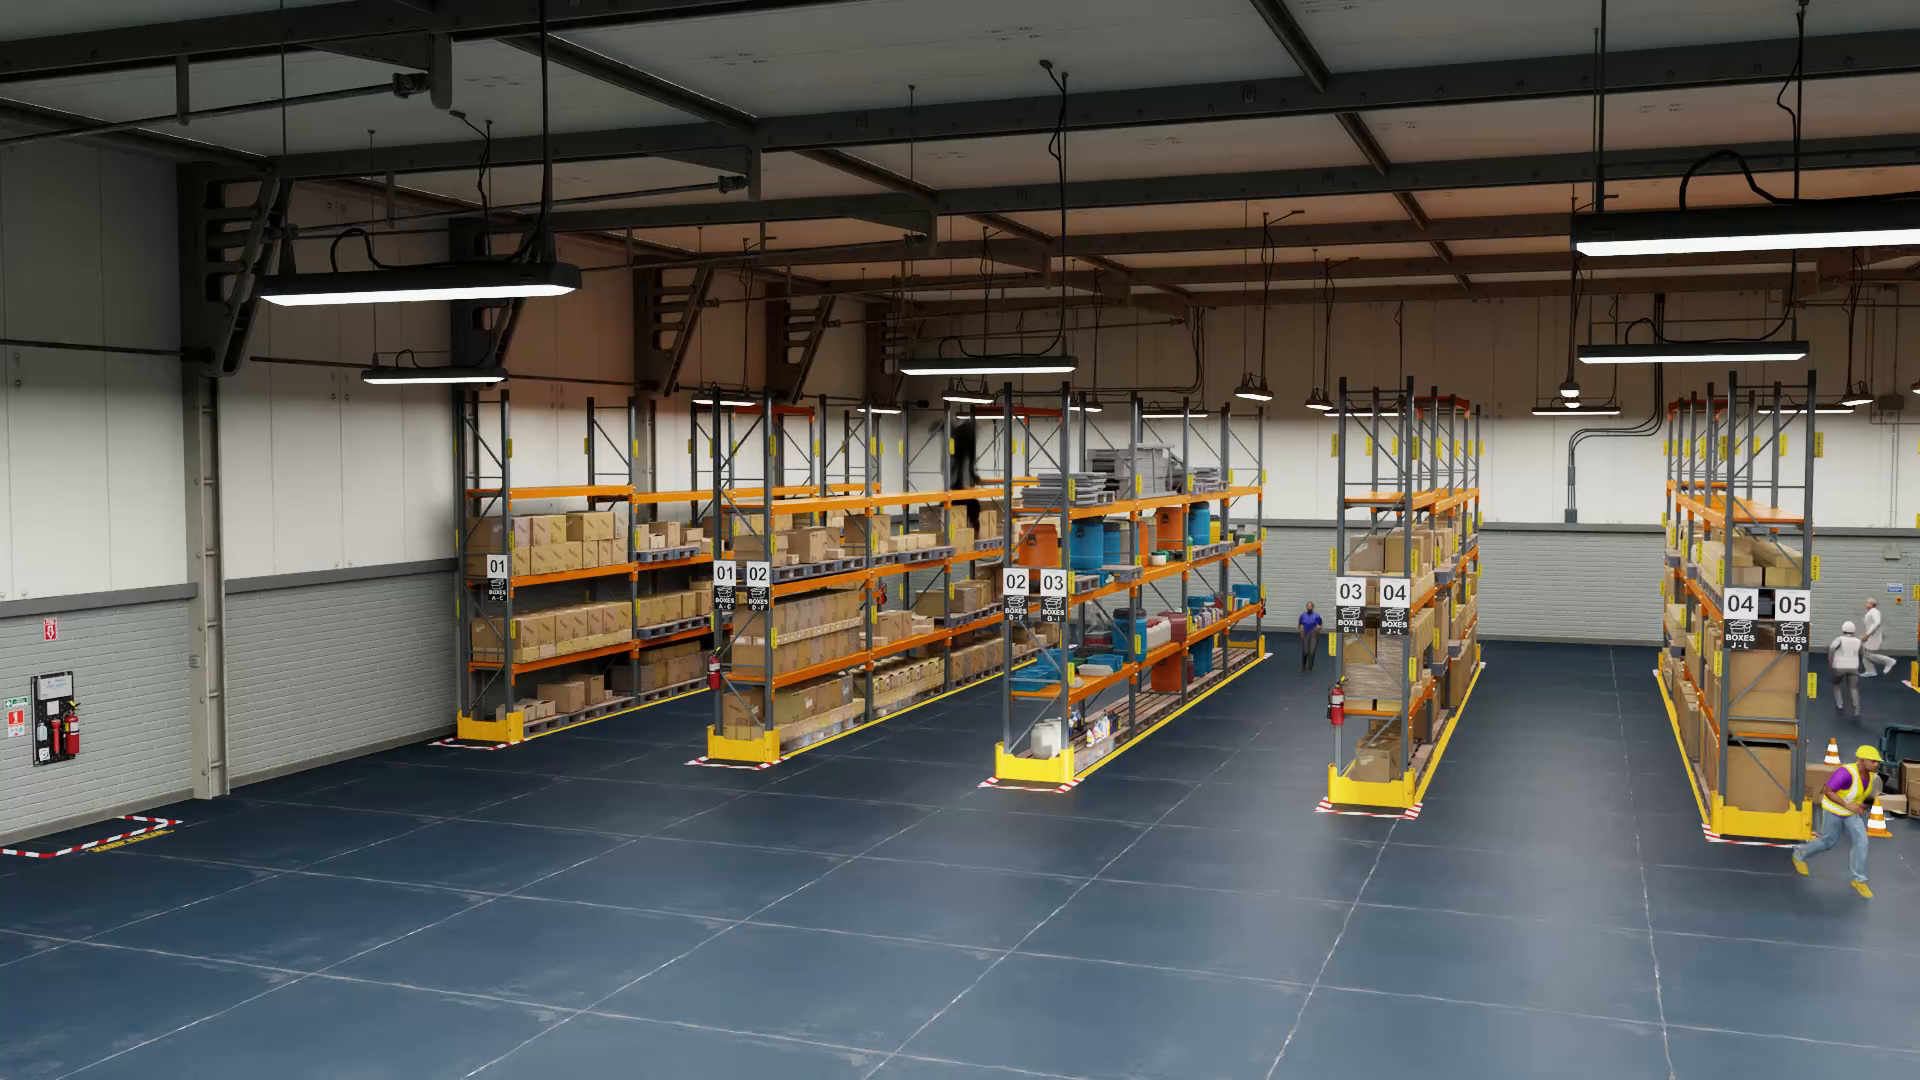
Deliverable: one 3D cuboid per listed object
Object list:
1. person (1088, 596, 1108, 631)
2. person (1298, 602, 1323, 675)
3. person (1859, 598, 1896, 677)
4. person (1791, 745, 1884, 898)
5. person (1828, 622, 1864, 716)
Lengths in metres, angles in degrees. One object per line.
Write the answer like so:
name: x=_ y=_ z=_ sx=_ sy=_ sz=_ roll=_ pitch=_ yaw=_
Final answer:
person: x=3.481 y=1.876 z=42.533 sx=0.543 sy=1.609 sz=0.735 roll=-2 pitch=4 yaw=-30
person: x=7.722 y=2.171 z=36.667 sx=0.560 sy=1.621 sz=0.574 roll=1 pitch=3 yaw=15
person: x=20.092 y=2.154 z=36.393 sx=0.722 sy=1.752 sz=0.750 roll=2 pitch=4 yaw=28
person: x=9.987 y=3.137 z=18.942 sx=0.744 sy=1.715 sz=1.056 roll=-2 pitch=4 yaw=-30
person: x=16.461 y=2.419 z=30.912 sx=0.660 sy=1.809 sz=0.878 roll=1 pitch=3 yaw=15
